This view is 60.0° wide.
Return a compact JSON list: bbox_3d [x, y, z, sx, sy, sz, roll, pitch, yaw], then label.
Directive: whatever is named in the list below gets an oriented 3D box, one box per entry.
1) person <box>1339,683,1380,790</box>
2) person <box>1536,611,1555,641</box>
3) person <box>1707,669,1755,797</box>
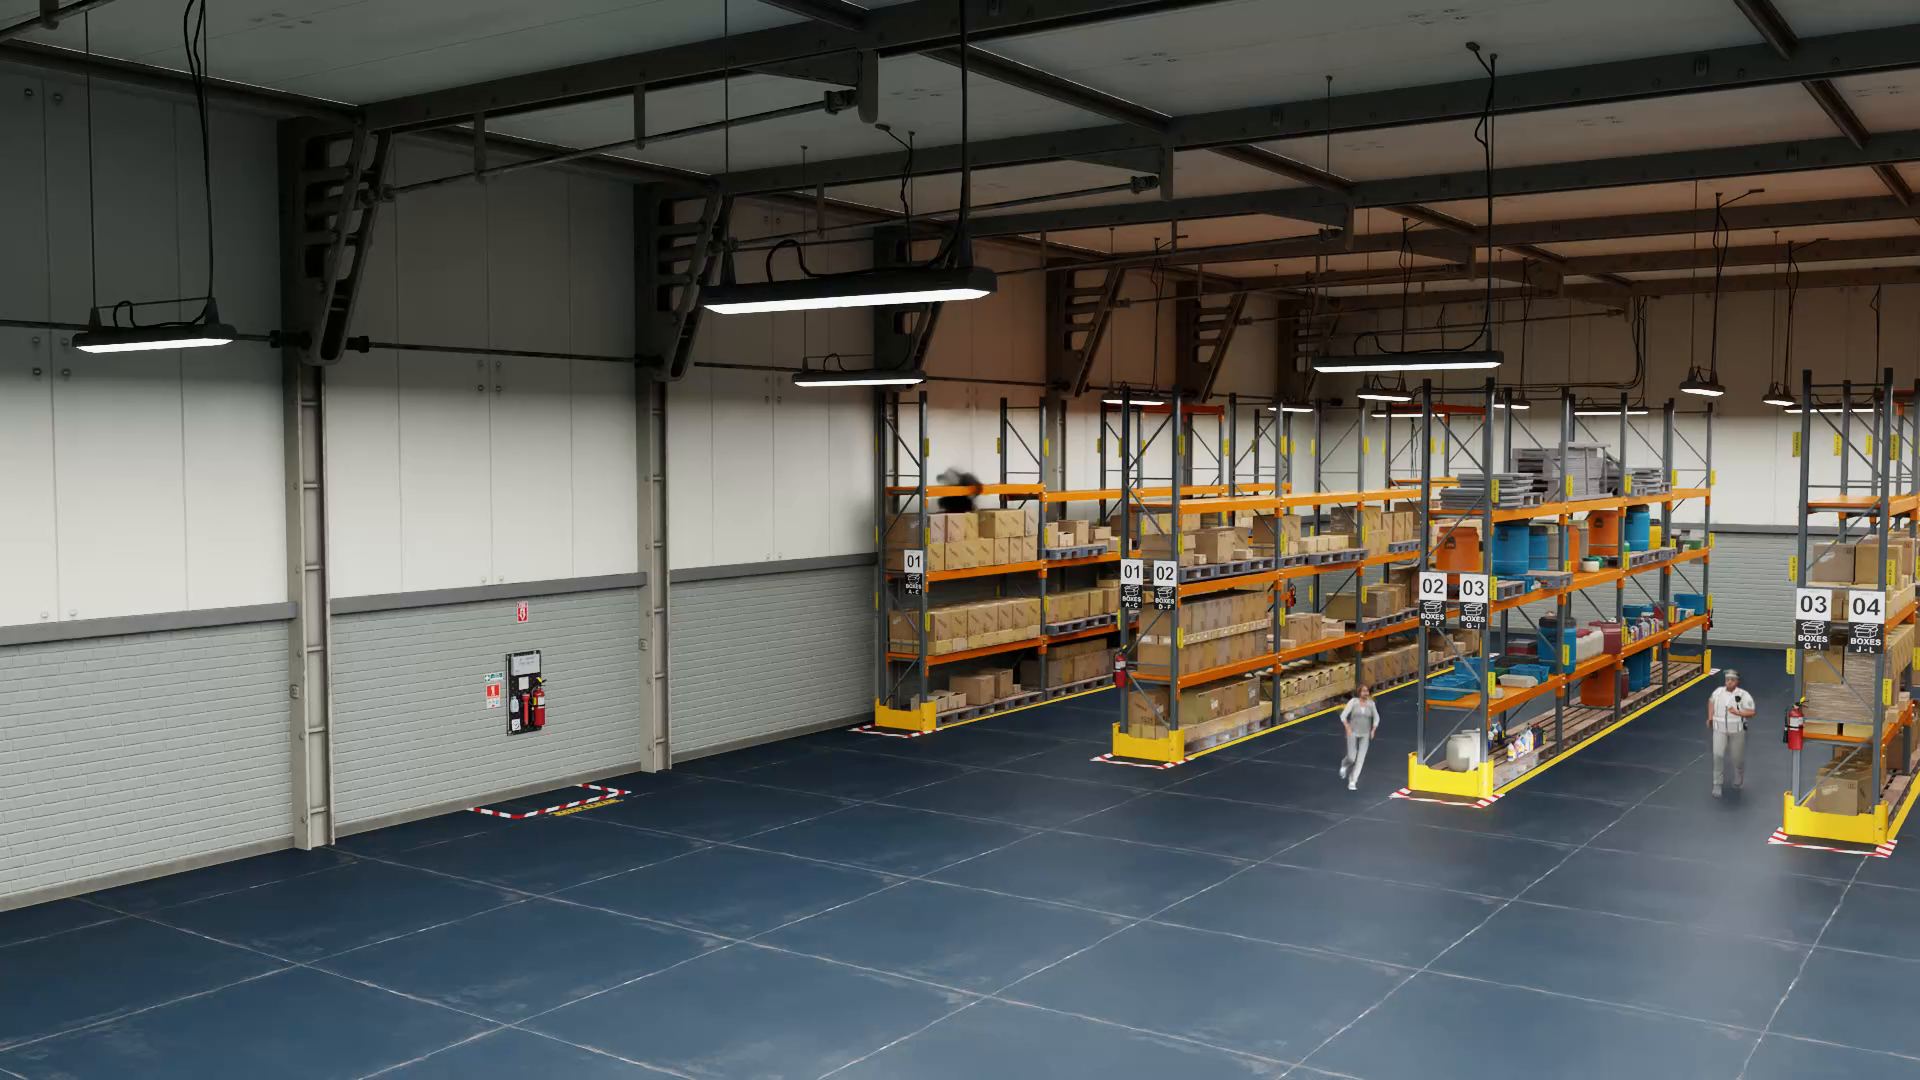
[{"bbox_3d":[5.891,2.874,24.490,0.564,1.546,0.542,0,3,0],"label":"person"},{"bbox_3d":[12.210,2.276,34.455,0.574,1.621,0.563,2,4,29],"label":"person"},{"bbox_3d":[11.132,2.760,24.048,0.656,1.796,0.935,2,4,33],"label":"person"}]
